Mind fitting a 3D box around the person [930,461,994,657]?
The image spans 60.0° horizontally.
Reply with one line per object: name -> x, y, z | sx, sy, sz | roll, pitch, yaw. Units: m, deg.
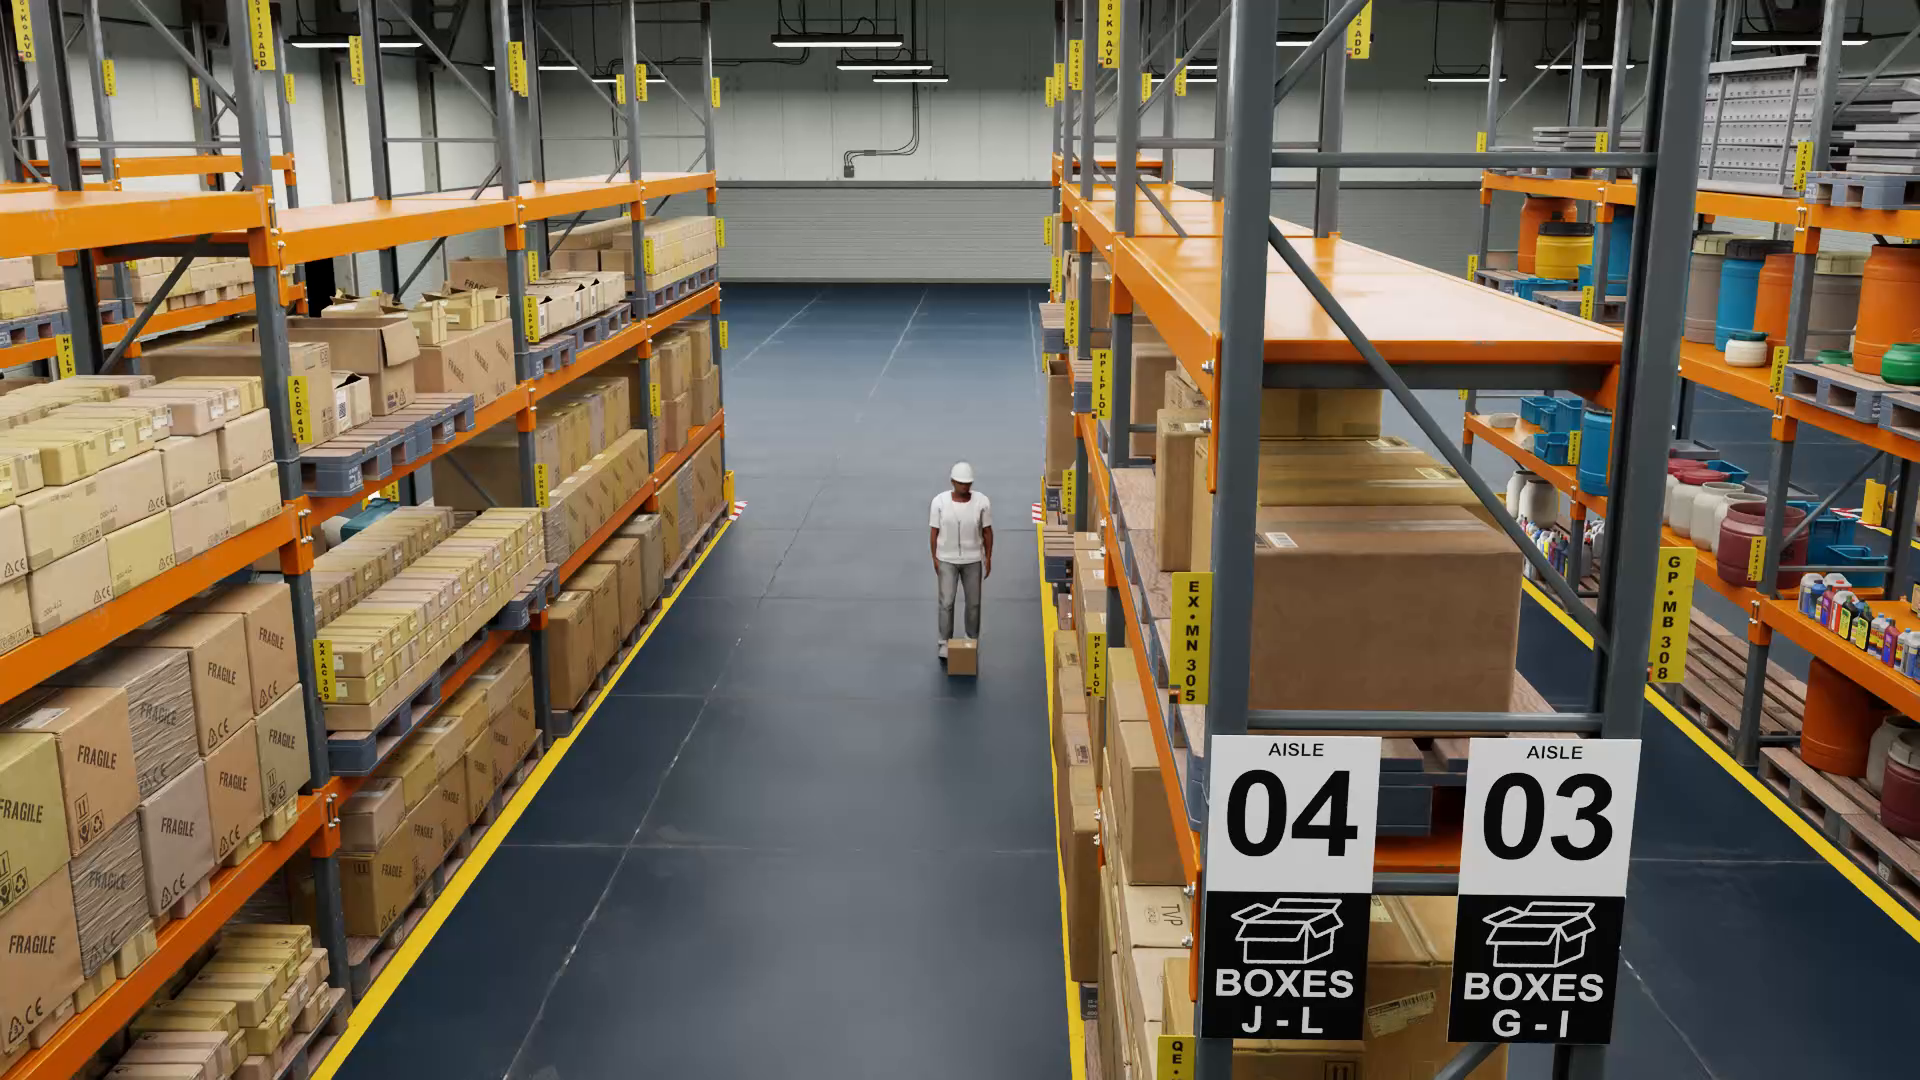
person -> 0.015, 0.171, 14.758 | 0.565, 1.763, 0.367 | 0, 14, -1
